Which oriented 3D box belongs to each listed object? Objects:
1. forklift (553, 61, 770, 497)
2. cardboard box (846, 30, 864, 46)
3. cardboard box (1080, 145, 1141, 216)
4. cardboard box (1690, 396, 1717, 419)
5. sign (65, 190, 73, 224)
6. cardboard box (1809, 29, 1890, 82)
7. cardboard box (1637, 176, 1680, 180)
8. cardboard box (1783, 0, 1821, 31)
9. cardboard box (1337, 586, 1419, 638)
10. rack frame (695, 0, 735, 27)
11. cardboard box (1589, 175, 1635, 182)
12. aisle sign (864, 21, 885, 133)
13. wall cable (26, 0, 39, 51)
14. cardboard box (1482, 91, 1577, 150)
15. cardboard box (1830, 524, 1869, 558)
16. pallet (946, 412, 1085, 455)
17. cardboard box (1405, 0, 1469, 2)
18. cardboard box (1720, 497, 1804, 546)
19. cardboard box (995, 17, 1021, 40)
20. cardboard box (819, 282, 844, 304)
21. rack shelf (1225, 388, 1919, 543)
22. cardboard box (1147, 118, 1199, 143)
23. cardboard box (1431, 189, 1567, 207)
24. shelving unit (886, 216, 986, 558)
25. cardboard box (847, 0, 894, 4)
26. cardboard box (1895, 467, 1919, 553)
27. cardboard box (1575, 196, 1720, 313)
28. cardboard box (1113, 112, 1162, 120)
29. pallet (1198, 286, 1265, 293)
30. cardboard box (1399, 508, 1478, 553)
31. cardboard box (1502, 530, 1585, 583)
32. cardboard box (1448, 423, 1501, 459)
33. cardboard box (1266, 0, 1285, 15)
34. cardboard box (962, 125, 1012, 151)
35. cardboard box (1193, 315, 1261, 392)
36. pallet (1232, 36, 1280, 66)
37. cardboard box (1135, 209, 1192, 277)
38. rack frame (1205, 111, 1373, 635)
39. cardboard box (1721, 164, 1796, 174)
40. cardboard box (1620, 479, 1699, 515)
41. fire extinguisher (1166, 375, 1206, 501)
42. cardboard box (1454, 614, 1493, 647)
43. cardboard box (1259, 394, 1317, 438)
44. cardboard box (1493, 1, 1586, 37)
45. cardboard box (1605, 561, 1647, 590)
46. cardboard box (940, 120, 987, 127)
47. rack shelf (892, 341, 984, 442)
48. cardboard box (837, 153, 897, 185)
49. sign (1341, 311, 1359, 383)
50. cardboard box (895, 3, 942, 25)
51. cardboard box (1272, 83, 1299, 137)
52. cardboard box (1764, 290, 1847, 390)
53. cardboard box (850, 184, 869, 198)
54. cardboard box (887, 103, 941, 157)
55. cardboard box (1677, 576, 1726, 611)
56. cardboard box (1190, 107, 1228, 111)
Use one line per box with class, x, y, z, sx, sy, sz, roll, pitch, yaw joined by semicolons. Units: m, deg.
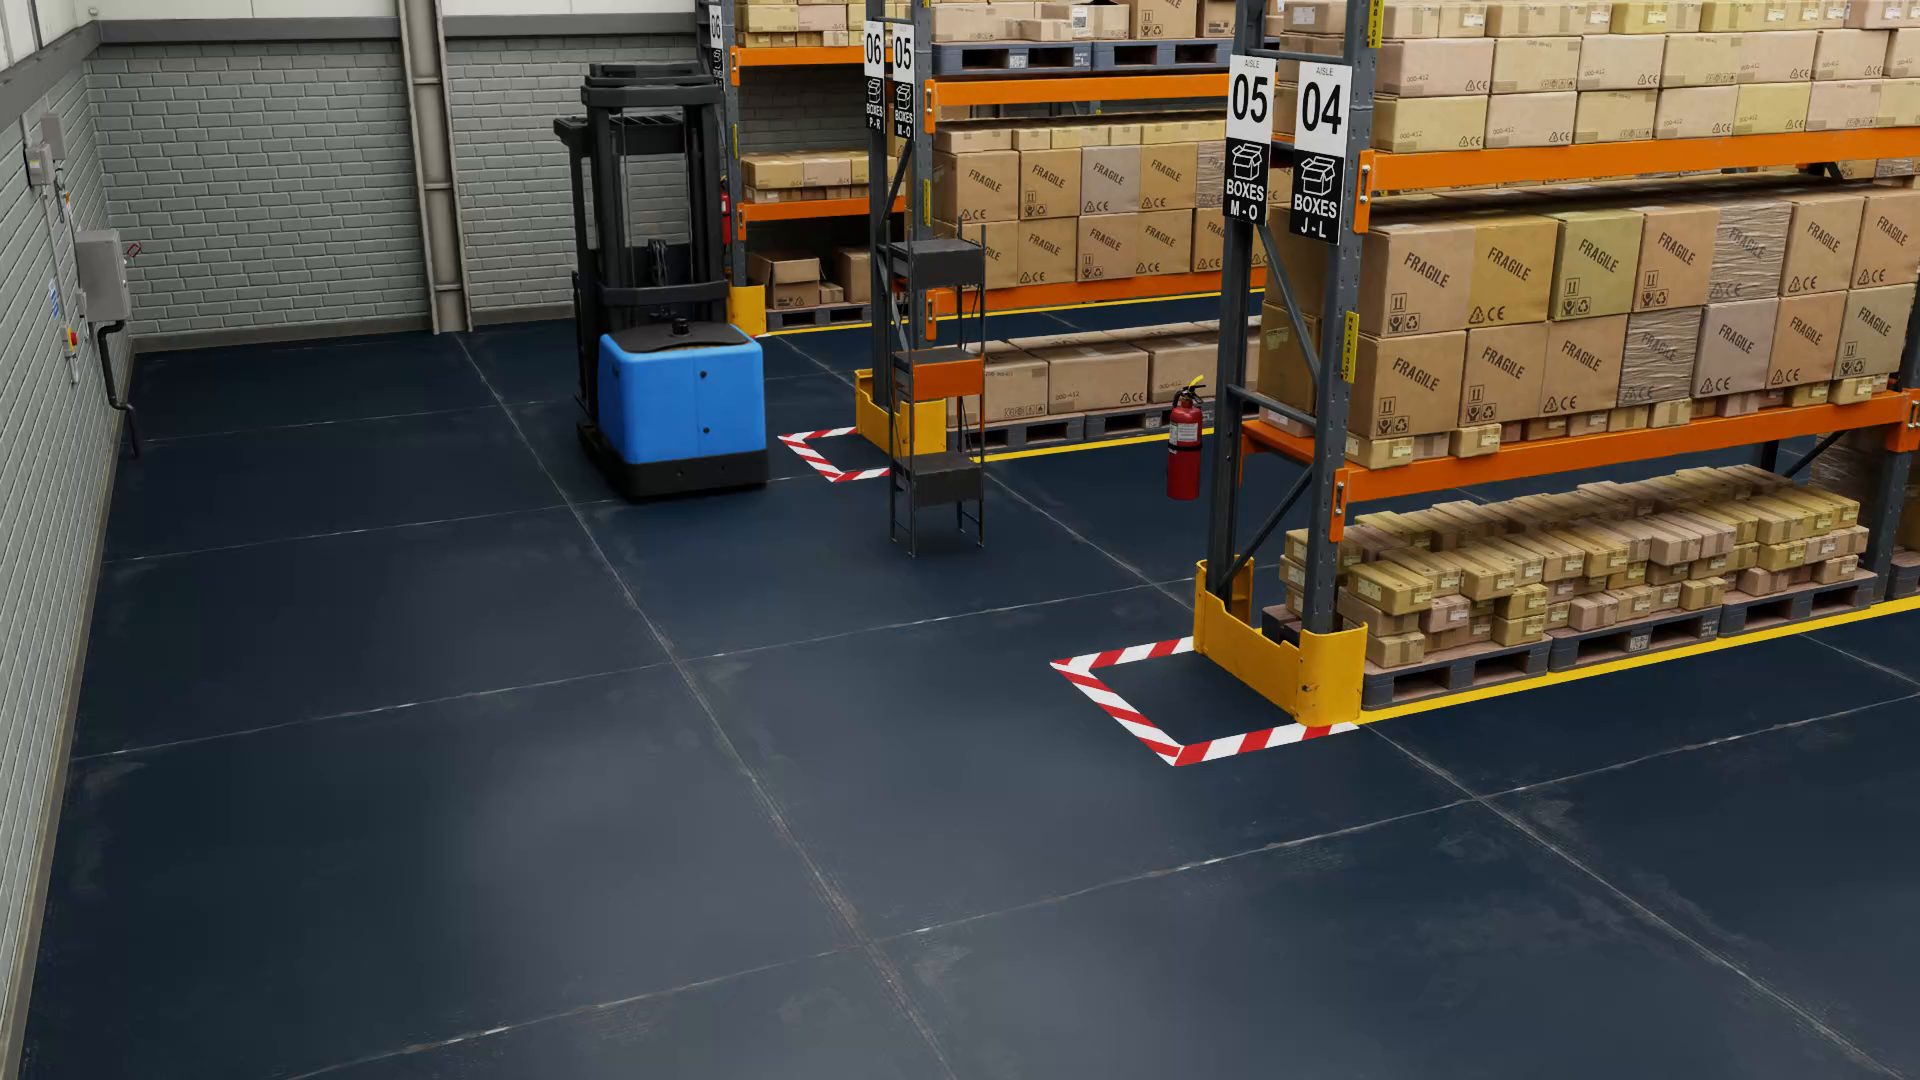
forklift;-2.402;-2.140;12.686;1.130;2.935;3.031;-8;21;-21
cardboard box;-1.057;-5.042;16.688;0.250;0.149;0.380;-8;21;-22
cardboard box;1.042;-2.788;12.767;0.500;0.500;0.500;-8;21;-22
cardboard box;3.903;-0.783;9.106;0.250;0.149;0.380;-8;21;-23
sign;-6.487;-2.409;12.104;0.001;0.242;0.339;-8;21;-22
cardboard box;4.469;-2.559;8.731;0.500;0.250;0.500;-9;21;-24
cardboard box;6.080;-3.160;14.954;0.500;0.250;0.500;-9;21;-23
cardboard box;4.141;-2.686;8.491;0.250;0.149;0.380;-9;21;-24
cardboard box;2.184;0.359;8.697;0.250;0.149;0.380;-7;21;-20
rack frame;-2.422;-6.495;15.920;0.127;3.000;1.000;-8;21;-22
cardboard box;5.596;-3.443;14.627;0.500;0.500;0.500;-8;21;-22
aisle sign;-0.641;-3.464;12.429;0.004;0.787;0.394;-8;21;-22
wall cable;-5.859;-4.378;9.906;0.029;3.000;2.355;-8;21;-22
cardboard box;2.600;-2.050;8.036;0.500;0.250;0.500;-7;21;-20
cardboard box;5.111;-0.038;9.825;0.250;0.149;0.380;-8;21;-21
pallet;0.251;-0.966;13.449;1.213;0.211;1.003;-8;21;-22
cardboard box;2.291;-2.594;8.230;0.250;0.149;0.380;-9;21;-24
cardboard box;4.606;-0.110;9.582;0.250;0.149;0.380;-8;21;-22
cardboard box;0.279;-3.860;12.548;0.250;0.149;0.380;-10;22;-26
cardboard box;-1.417;-2.615;17.592;0.250;0.149;0.380;-9;21;-24
rack shelf;3.438;-0.580;9.236;4.000;0.370;1.077;-8;21;-22
cardboard box;1.645;-3.180;12.905;0.250;0.149;0.380;-8;21;-22
cardboard box;2.862;-1.589;8.915;0.500;0.500;0.500;-7;21;-19
shelving unit;-0.152;-0.969;10.611;0.503;2.100;0.431;-8;21;-22
cardboard box;-0.985;-5.499;16.632;0.500;0.250;0.500;-8;21;-23
cardboard box;6.058;-0.218;10.256;0.500;0.500;0.500;-7;21;-20
cardboard box;3.532;-1.492;8.638;0.500;0.500;0.500;-9;21;-24
cardboard box;1.422;-3.347;13.377;0.250;0.149;0.380;-8;21;-22
pallet;3.105;-3.157;19.670;1.213;0.211;1.003;-8;21;-22
cardboard box;2.691;-0.040;9.385;0.250;0.149;0.380;-9;21;-24
cardboard box;3.158;0.086;9.026;0.250;0.149;0.380;-7;21;-20
cardboard box;2.514;-0.546;8.434;0.250;0.149;0.380;-9;21;-23
cardboard box;2.597;-4.373;13.475;0.500;0.500;0.500;-8;21;-21
cardboard box;0.196;-2.996;12.381;0.250;0.149;0.380;-8;21;-21
cardboard box;2.602;-1.618;14.328;0.875;0.438;0.875;-8;21;-23
pallet;2.465;-3.947;13.333;1.213;0.211;1.003;-8;21;-22
cardboard box;1.483;-2.383;13.122;0.500;0.500;0.500;-7;21;-20
rack frame;1.601;-0.656;8.370;0.127;3.000;1.000;-8;21;-22
cardboard box;7.398;-3.579;15.440;0.500;0.500;0.500;-9;21;-23
cardboard box;4.156;-0.227;9.914;0.250;0.149;0.380;-9;21;-23
fire extinguisher;1.187;-0.552;8.750;0.183;0.674;0.296;-8;21;-22
cardboard box;2.642;0.425;8.959;0.250;0.149;0.380;-8;21;-21
cardboard box;1.789;-0.667;8.778;0.250;0.149;0.380;-8;21;-22
cardboard box;2.732;-2.471;7.879;0.250;0.149;0.380;-8;21;-21
cardboard box;3.617;0.136;9.332;0.250;0.149;0.380;-7;21;-19
cardboard box;0.021;-3.126;12.752;0.250;0.149;0.380;-8;21;-21
rack shelf;-0.152;-0.956;10.616;0.480;0.518;0.431;-8;21;-22
cardboard box;-0.972;-3.847;17.209;0.500;0.250;0.500;-9;21;-23
sign;1.816;-0.899;7.756;0.005;0.325;0.100;-8;21;-22
cardboard box;-0.507;-5.337;16.925;0.500;0.250;0.500;-9;21;-23
cardboard box;1.914;-2.141;8.295;0.500;0.250;0.500;-9;21;-23
cardboard box;4.465;-1.152;9.180;0.500;0.500;0.500;-9;21;-23
cardboard box;-1.071;-3.651;17.252;0.250;0.149;0.380;-8;21;-21
cardboard box;-0.521;-4.264;17.265;0.500;0.500;0.500;-8;21;-21
cardboard box;4.099;0.256;9.439;0.250;0.149;0.380;-8;21;-22
cardboard box;2.980;-4.604;18.798;0.500;0.500;0.700;-8;21;-22
